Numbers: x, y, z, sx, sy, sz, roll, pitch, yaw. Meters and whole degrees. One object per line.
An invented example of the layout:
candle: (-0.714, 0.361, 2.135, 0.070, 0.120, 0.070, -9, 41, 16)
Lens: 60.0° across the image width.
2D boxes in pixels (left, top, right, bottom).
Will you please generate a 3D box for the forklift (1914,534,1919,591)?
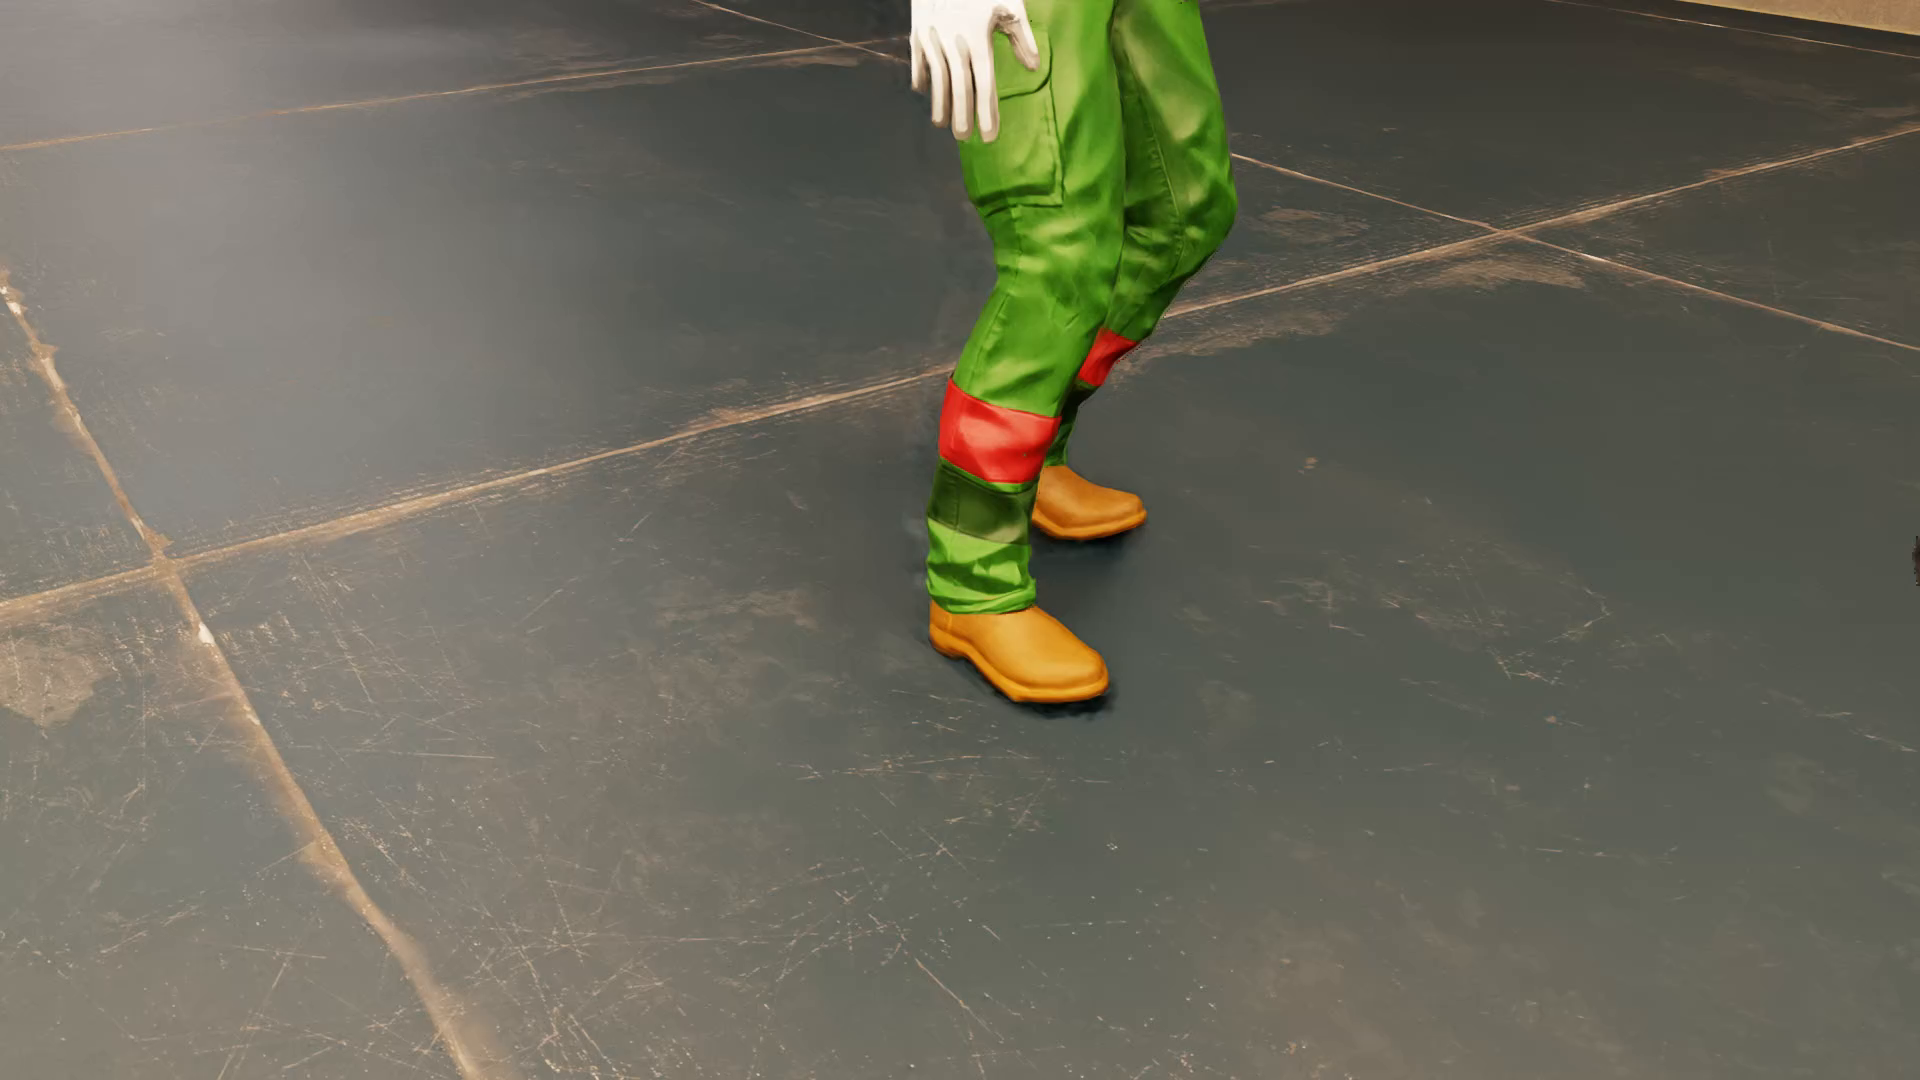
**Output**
forklift: (2.535, -0.777, 0.781, 3.031, 2.935, 1.130, 11, 29, 21)

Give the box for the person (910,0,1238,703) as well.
person: (0.116, -0.736, 2.046, 0.510, 1.731, 0.765, 14, 30, 26)
